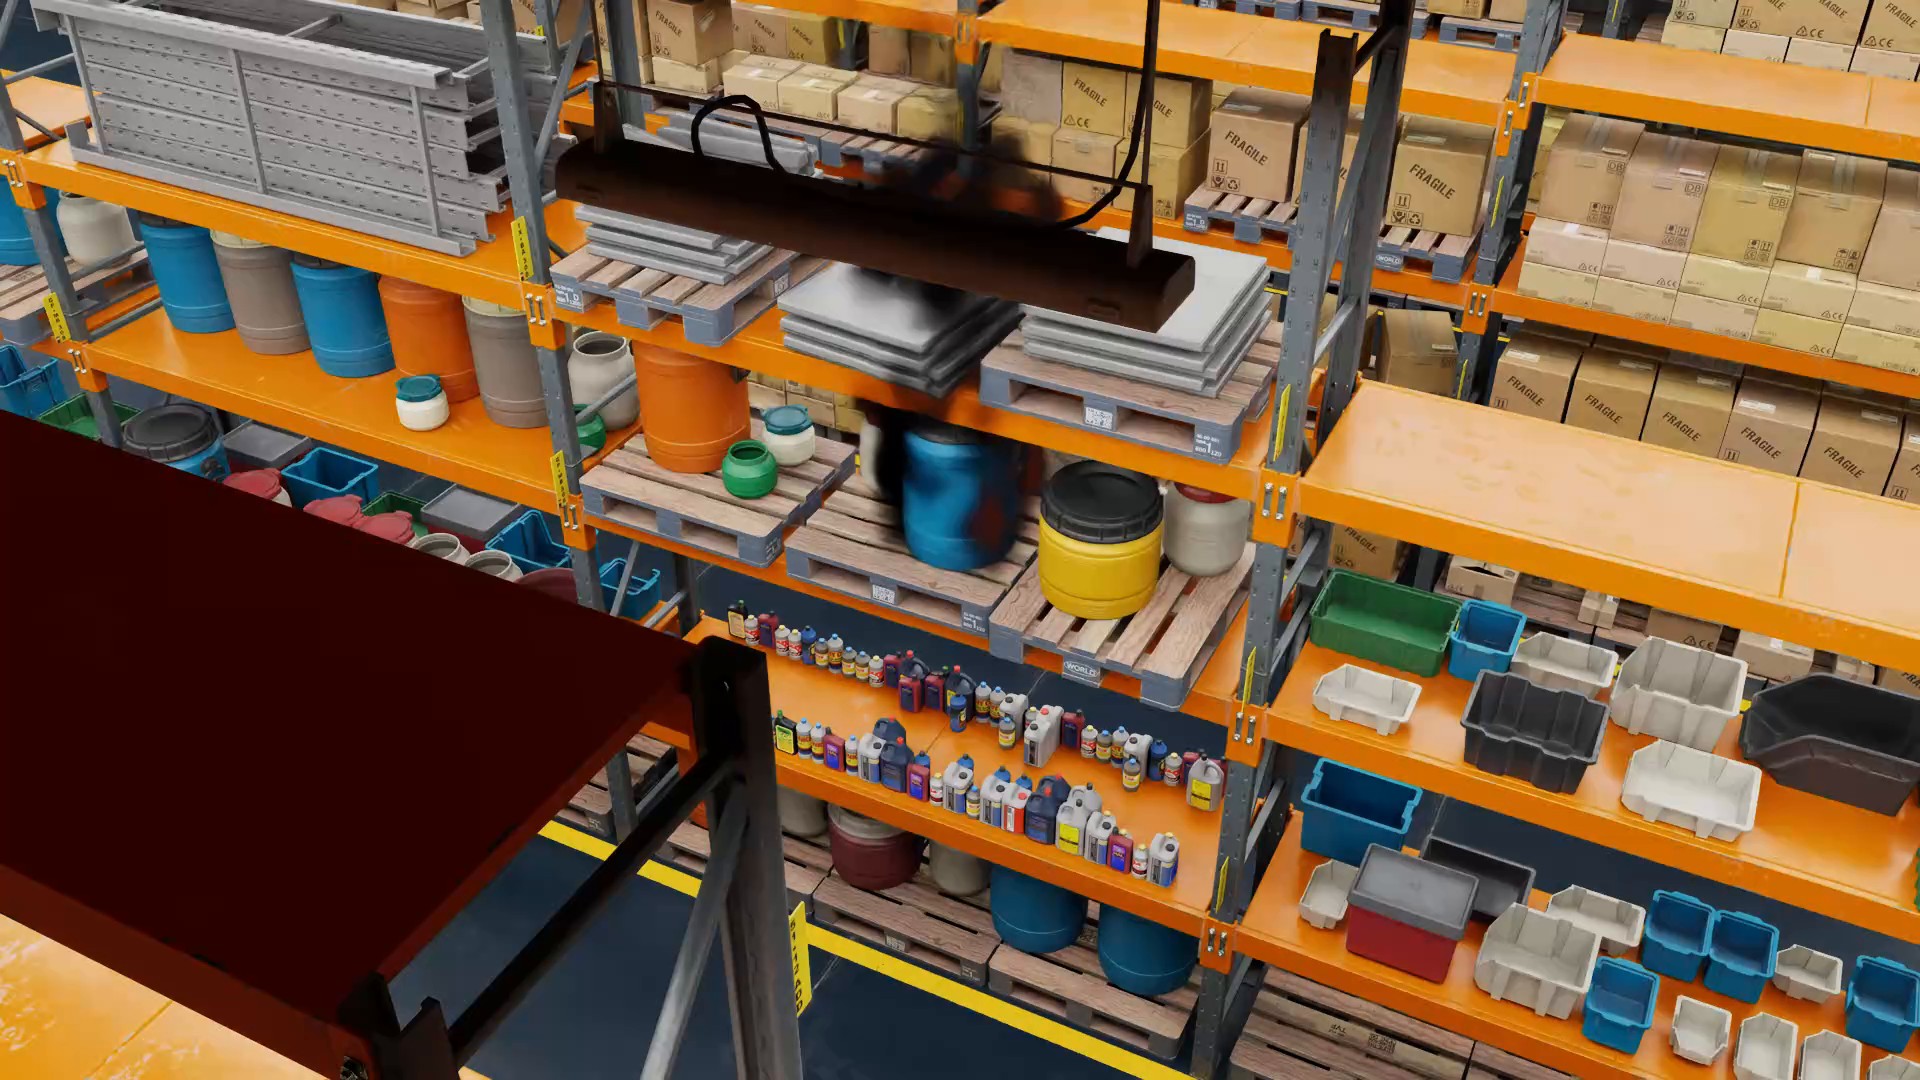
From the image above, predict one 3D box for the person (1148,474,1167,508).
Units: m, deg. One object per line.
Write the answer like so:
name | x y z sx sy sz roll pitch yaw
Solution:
person | 1.220 0.111 11.810 0.700 1.670 0.510 9 36 13
